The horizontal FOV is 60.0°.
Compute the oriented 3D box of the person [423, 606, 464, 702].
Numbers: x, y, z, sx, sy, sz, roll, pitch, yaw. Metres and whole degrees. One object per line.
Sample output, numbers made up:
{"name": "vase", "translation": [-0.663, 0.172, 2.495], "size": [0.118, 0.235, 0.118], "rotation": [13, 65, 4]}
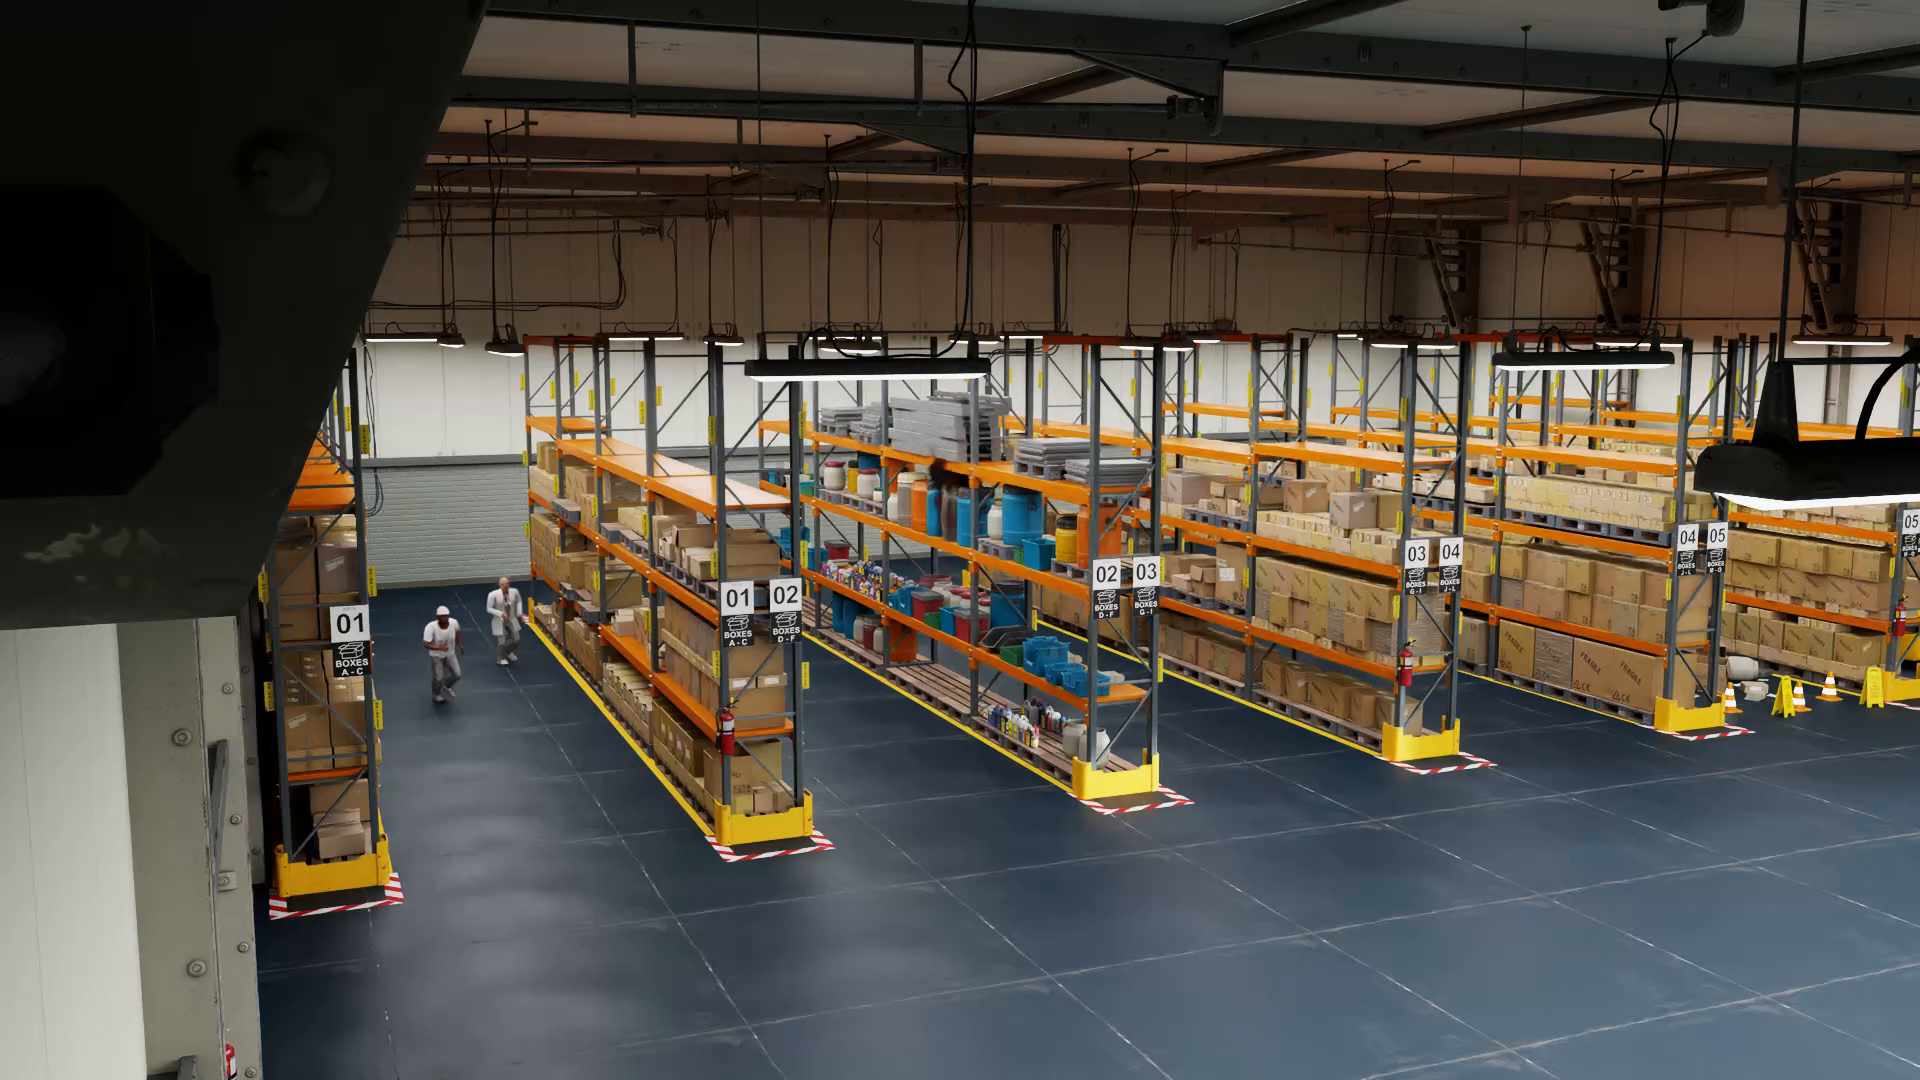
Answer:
{"name": "person", "translation": [-8.483, 1.883, 27.362], "size": [0.725, 1.654, 0.831], "rotation": [-6, 10, -39]}

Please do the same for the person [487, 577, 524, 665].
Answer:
{"name": "person", "translation": [-8.291, 1.484, 30.314], "size": [0.697, 1.666, 0.816], "rotation": [-5, 9, -32]}
